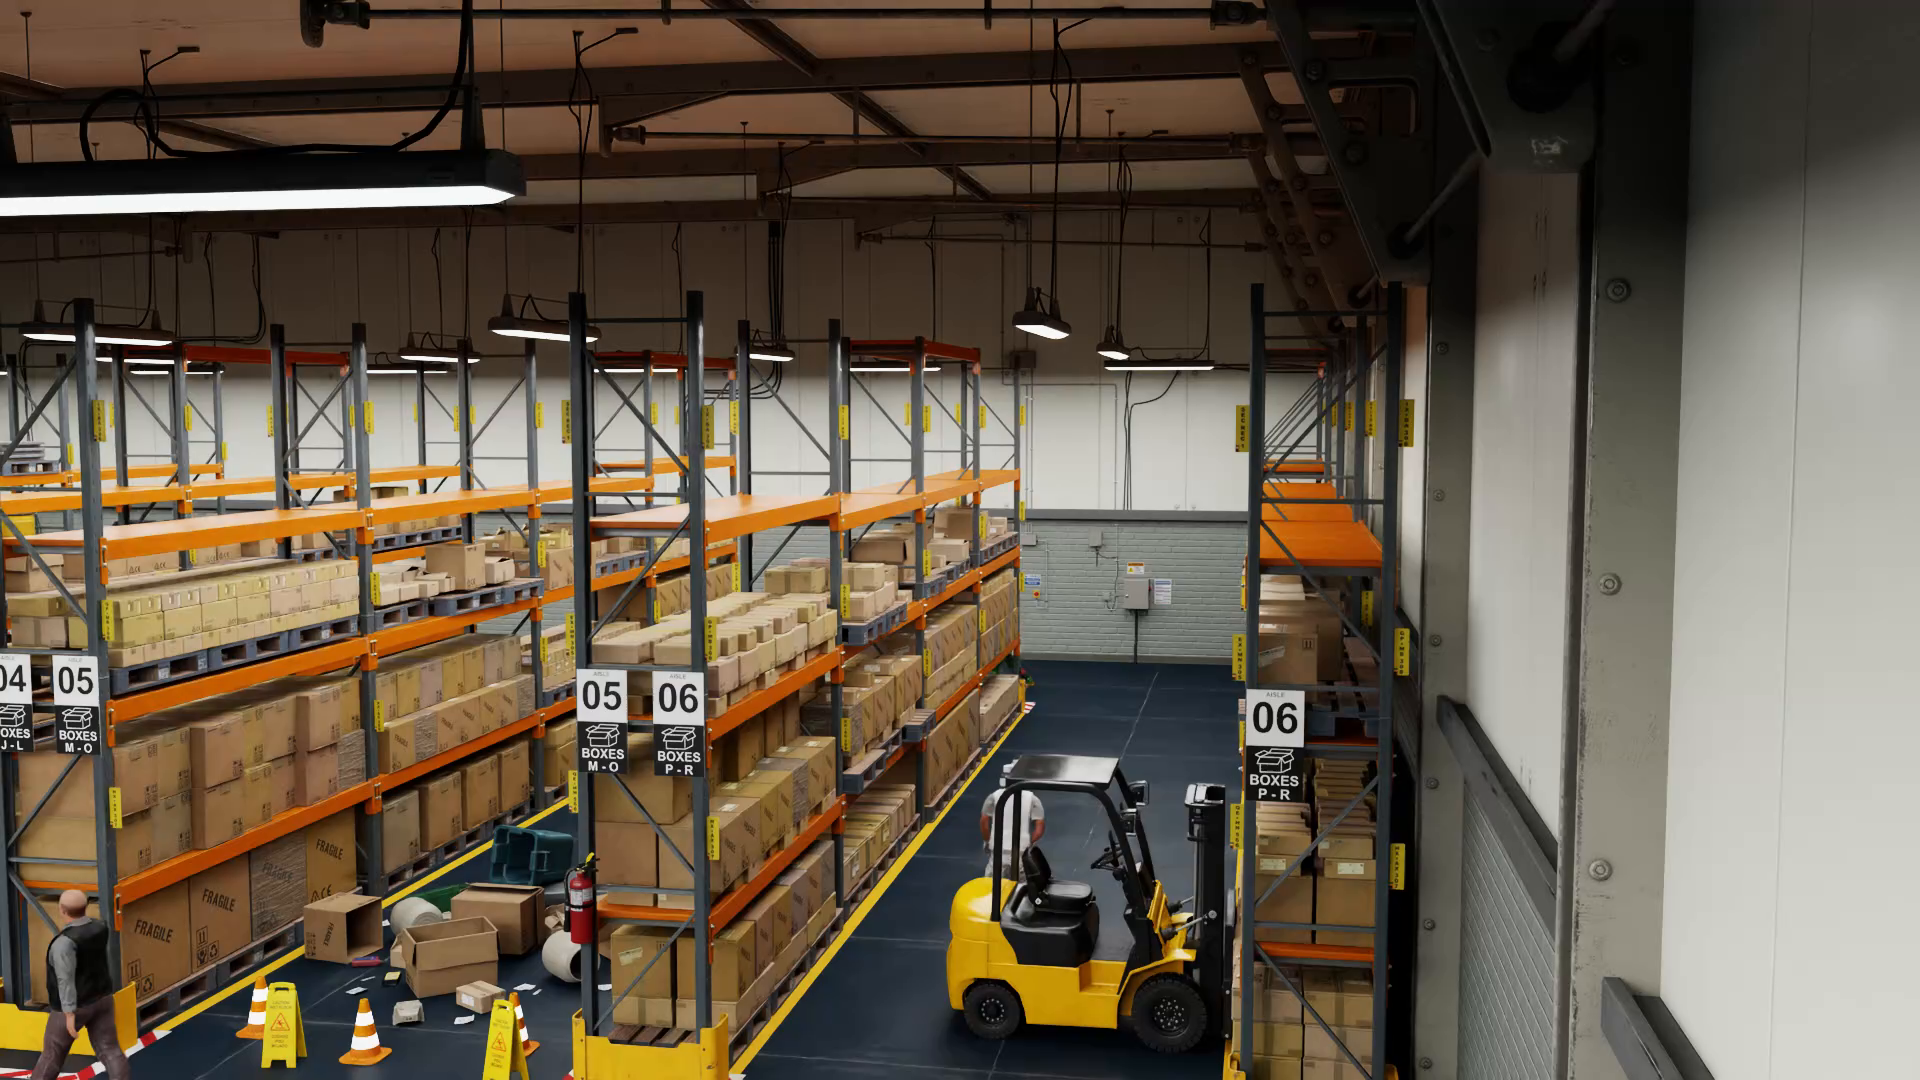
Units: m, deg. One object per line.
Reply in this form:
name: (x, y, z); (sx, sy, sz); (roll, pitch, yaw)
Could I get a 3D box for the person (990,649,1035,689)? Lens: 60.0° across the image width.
person: (0.831, 1.890, 29.853); (1.046, 1.751, 0.533); (0, 5, 1)

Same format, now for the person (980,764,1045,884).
person: (0.498, 3.036, 16.036); (0.631, 1.696, 0.825); (0, 5, 6)

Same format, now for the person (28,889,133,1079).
person: (-6.464, 3.343, 12.096); (1.057, 1.654, 0.558); (2, 5, 19)
